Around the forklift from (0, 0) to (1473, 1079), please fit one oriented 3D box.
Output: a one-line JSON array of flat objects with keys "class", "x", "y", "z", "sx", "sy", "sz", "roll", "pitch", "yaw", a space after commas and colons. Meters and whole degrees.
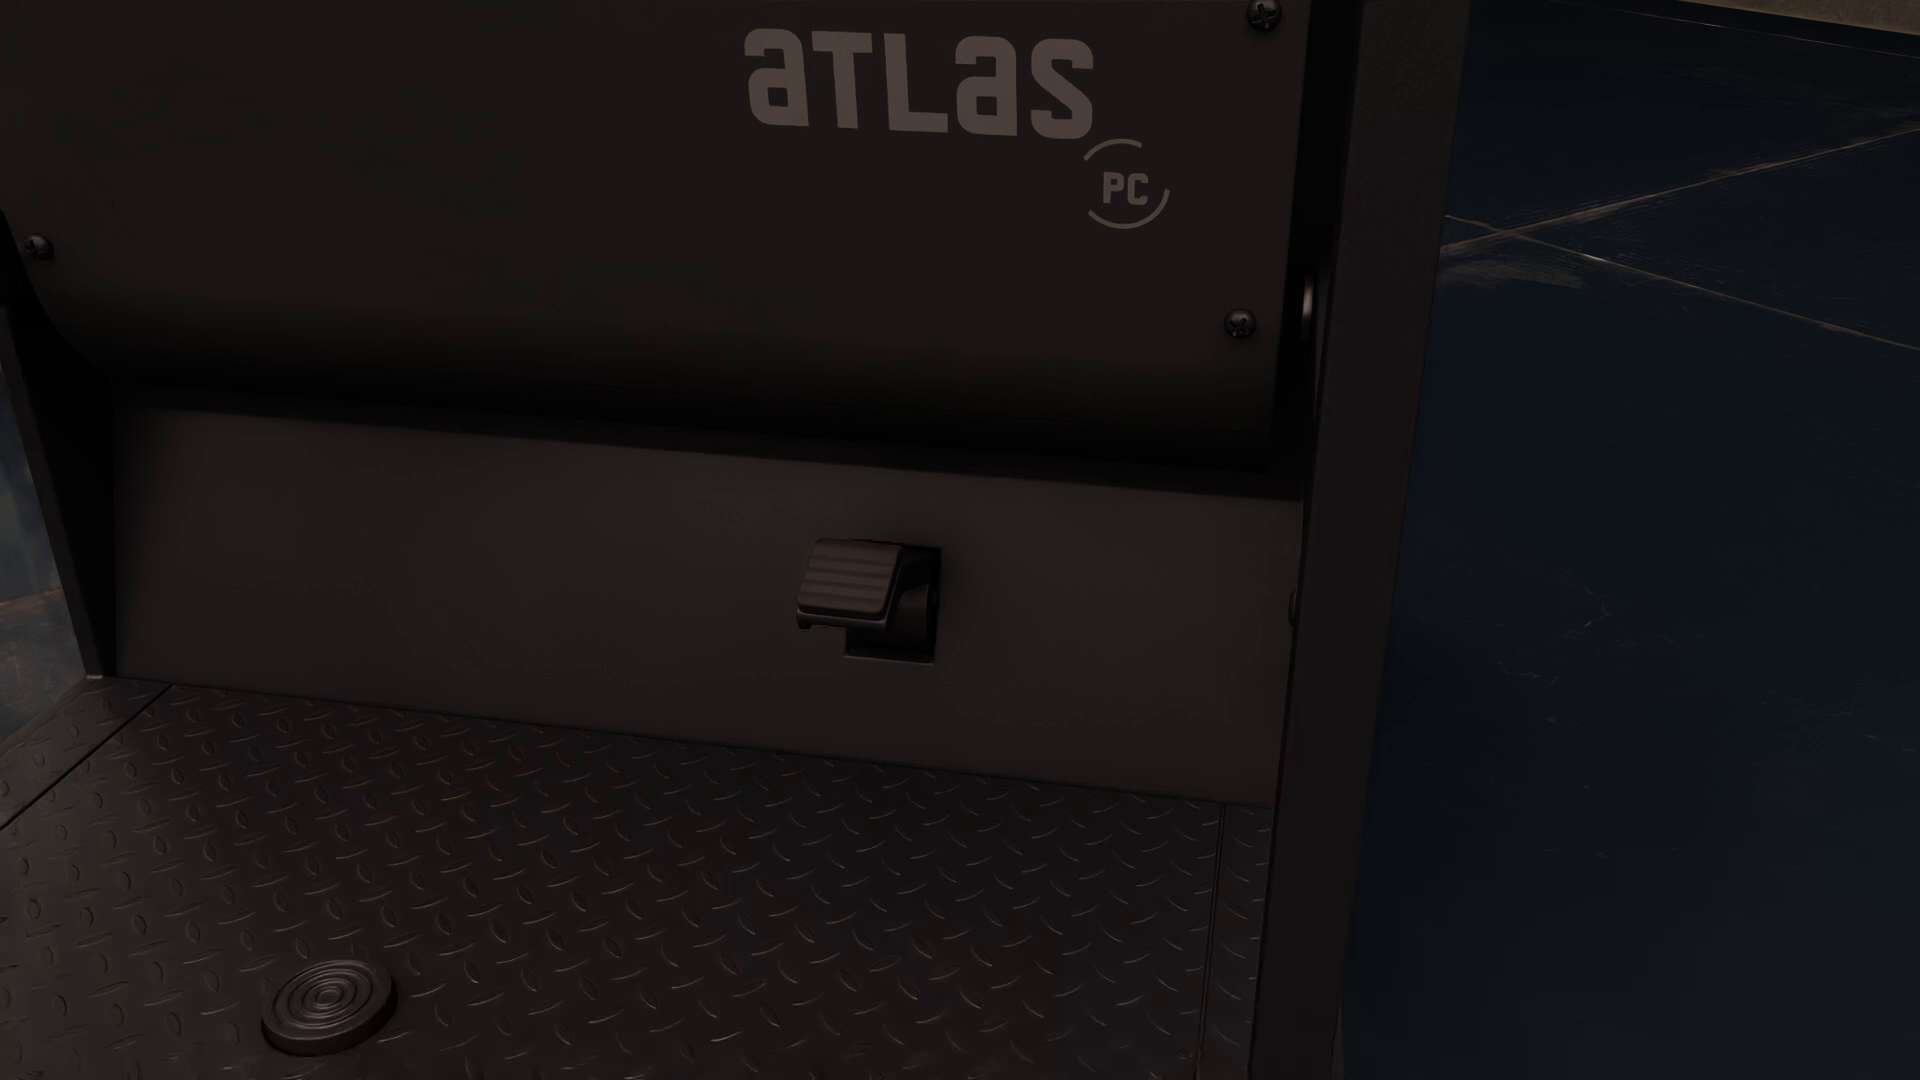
[{"class": "forklift", "x": -0.278, "y": -0.734, "z": 0.695, "sx": 1.130, "sy": 2.935, "sz": 3.031, "roll": 5, "pitch": 27, "yaw": 10}]
